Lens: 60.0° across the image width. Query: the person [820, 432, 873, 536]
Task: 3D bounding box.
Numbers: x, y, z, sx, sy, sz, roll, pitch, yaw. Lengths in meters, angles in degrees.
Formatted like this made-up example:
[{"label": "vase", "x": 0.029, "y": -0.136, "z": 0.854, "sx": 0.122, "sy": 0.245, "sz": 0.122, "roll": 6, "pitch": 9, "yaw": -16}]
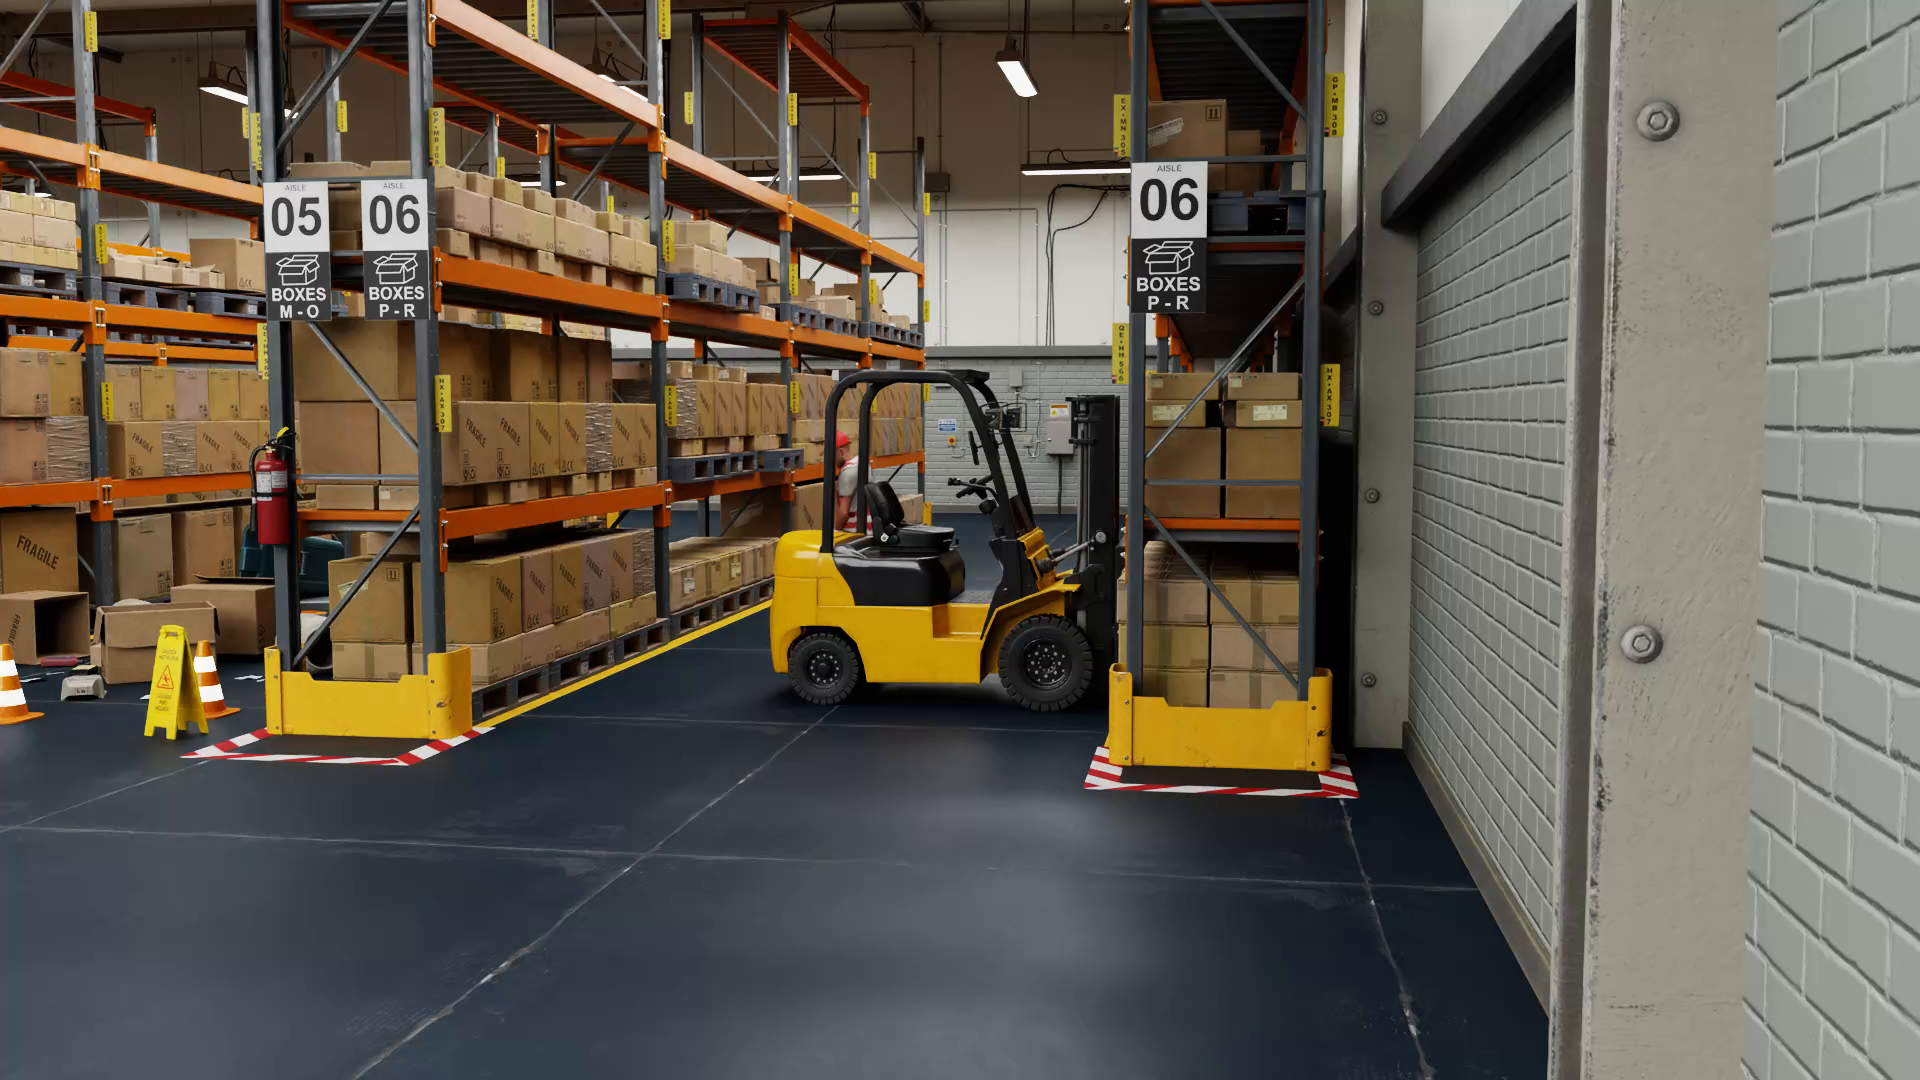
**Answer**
[{"label": "person", "x": -0.921, "y": -0.032, "z": 13.777, "sx": 0.477, "sy": 1.725, "sz": 0.547, "roll": 1, "pitch": 4, "yaw": 10}]
